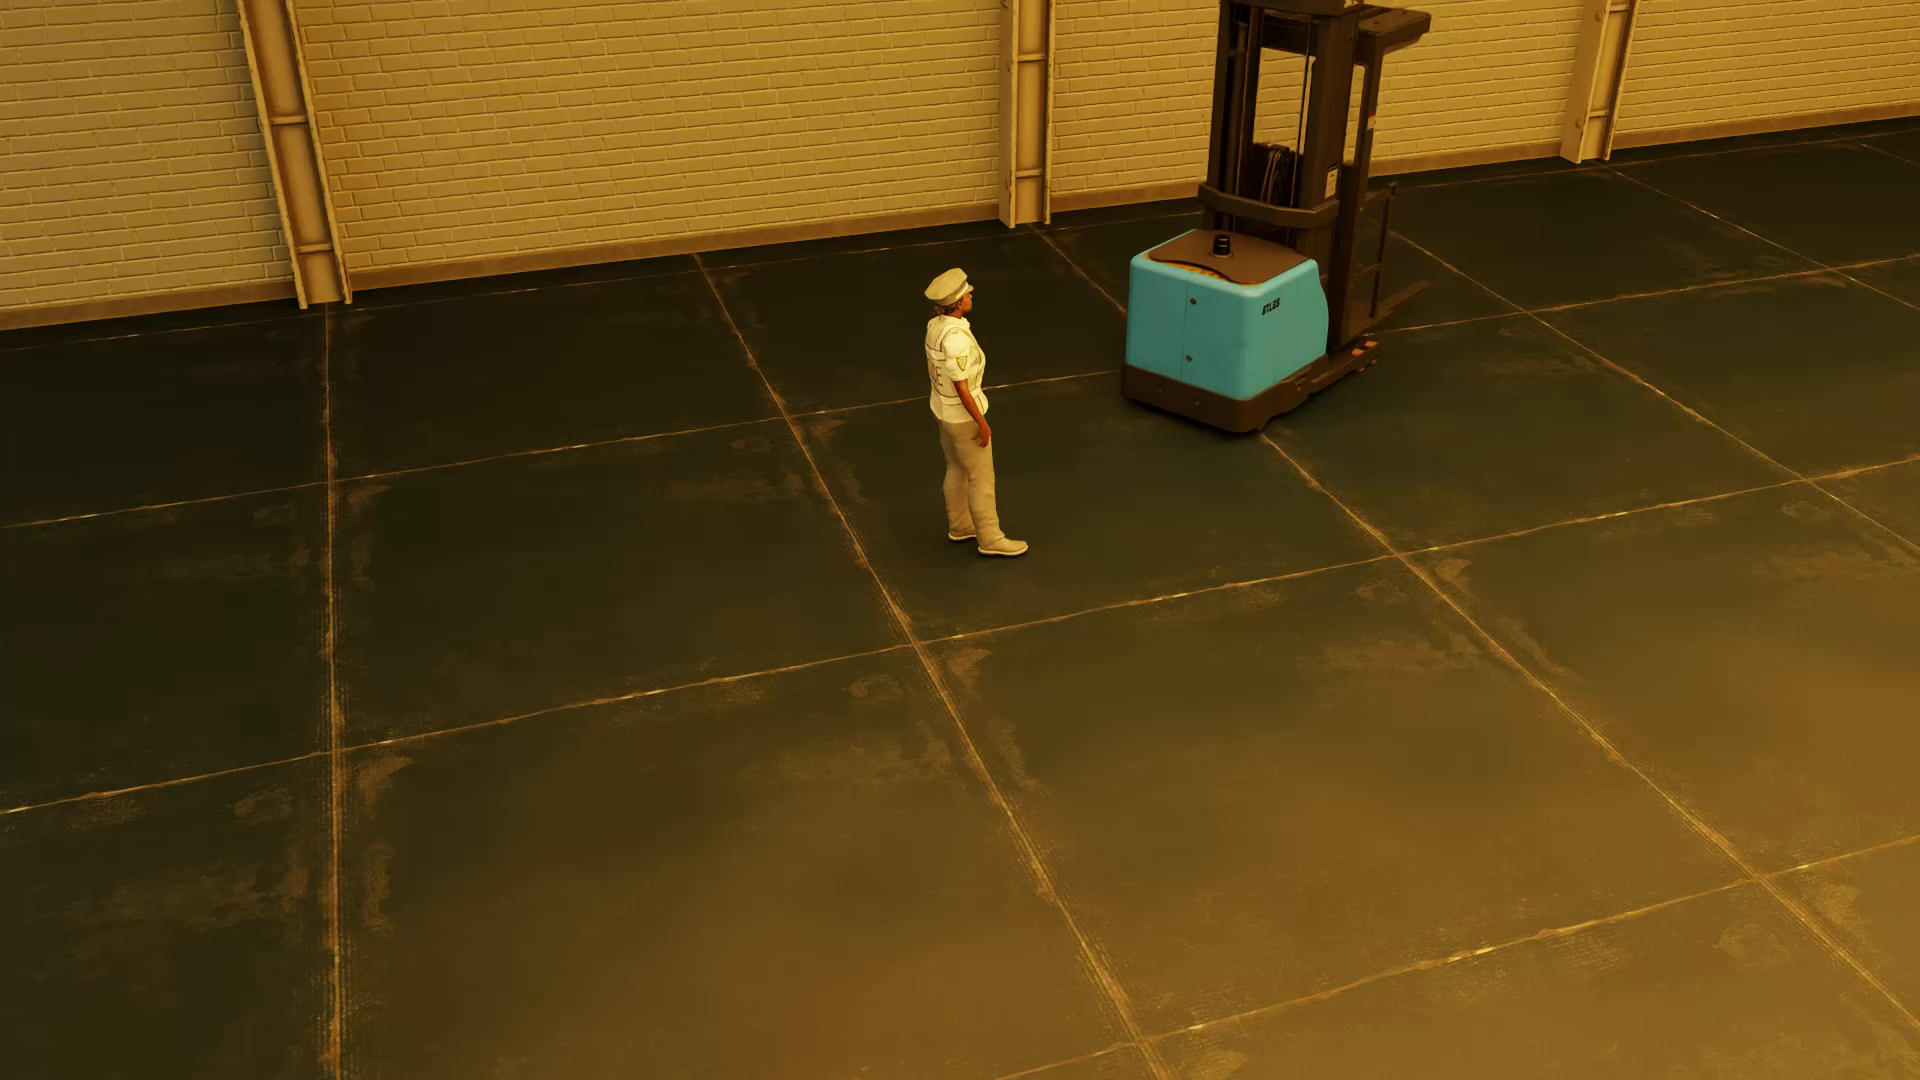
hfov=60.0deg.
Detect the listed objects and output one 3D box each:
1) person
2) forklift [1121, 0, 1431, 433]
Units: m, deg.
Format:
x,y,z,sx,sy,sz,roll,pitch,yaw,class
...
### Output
x,y,z,sx,sy,sz,roll,pitch,yaw,class
0.078,-0.744,9.604,0.528,1.697,0.570,-10,31,-16,person
2.474,-2.646,11.686,1.130,2.935,3.031,23,37,34,forklift
